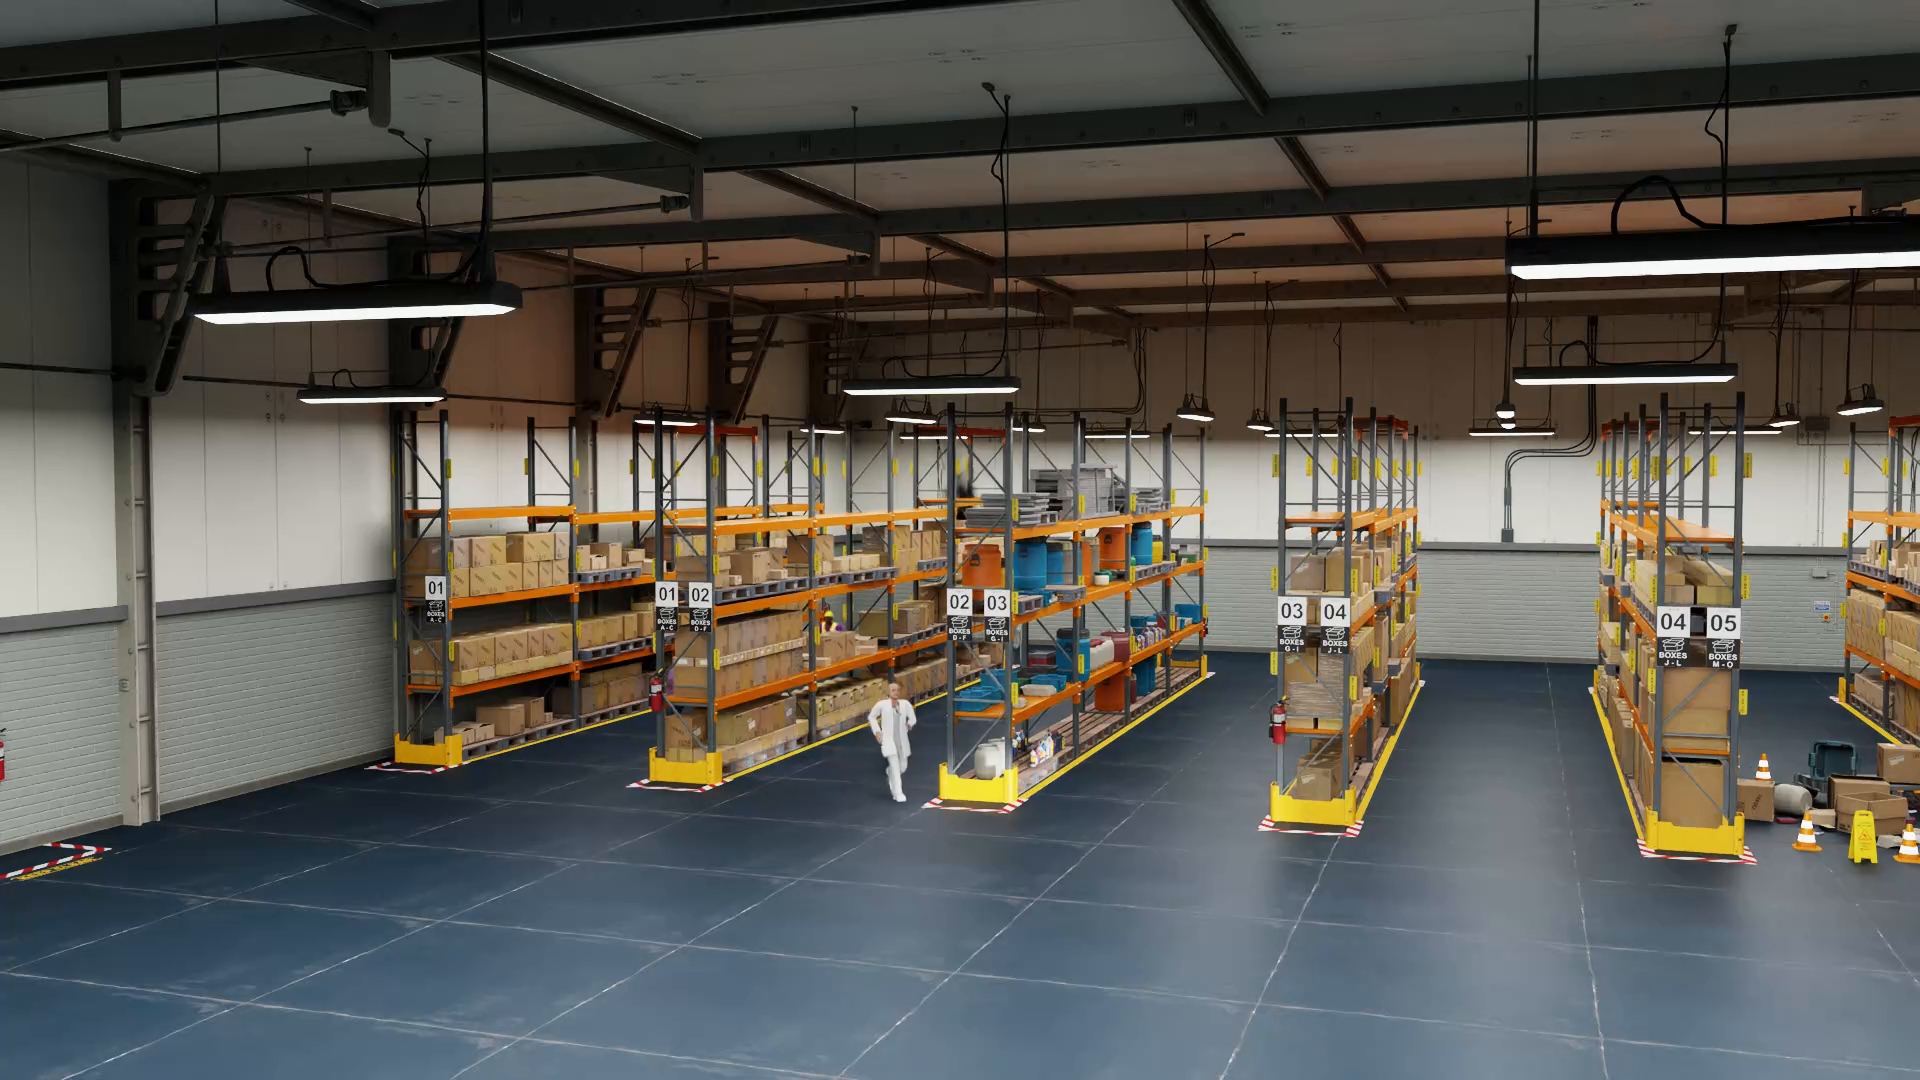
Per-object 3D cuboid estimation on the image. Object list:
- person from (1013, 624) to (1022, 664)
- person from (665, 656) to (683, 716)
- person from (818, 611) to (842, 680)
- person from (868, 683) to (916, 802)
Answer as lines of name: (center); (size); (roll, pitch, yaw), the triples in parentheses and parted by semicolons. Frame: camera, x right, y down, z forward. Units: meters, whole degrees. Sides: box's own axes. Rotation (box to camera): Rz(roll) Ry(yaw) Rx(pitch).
person: (1.467, 2.311, 42.546); (0.916, 1.787, 0.694); (2, 3, 41)
person: (-5.258, 2.911, 30.644); (0.548, 1.561, 0.505); (0, 2, 0)
person: (-3.003, 2.515, 37.962); (0.698, 1.784, 0.777); (0, 2, 10)
person: (-1.010, 3.037, 25.180); (0.711, 1.750, 0.884); (-1, 3, -20)
